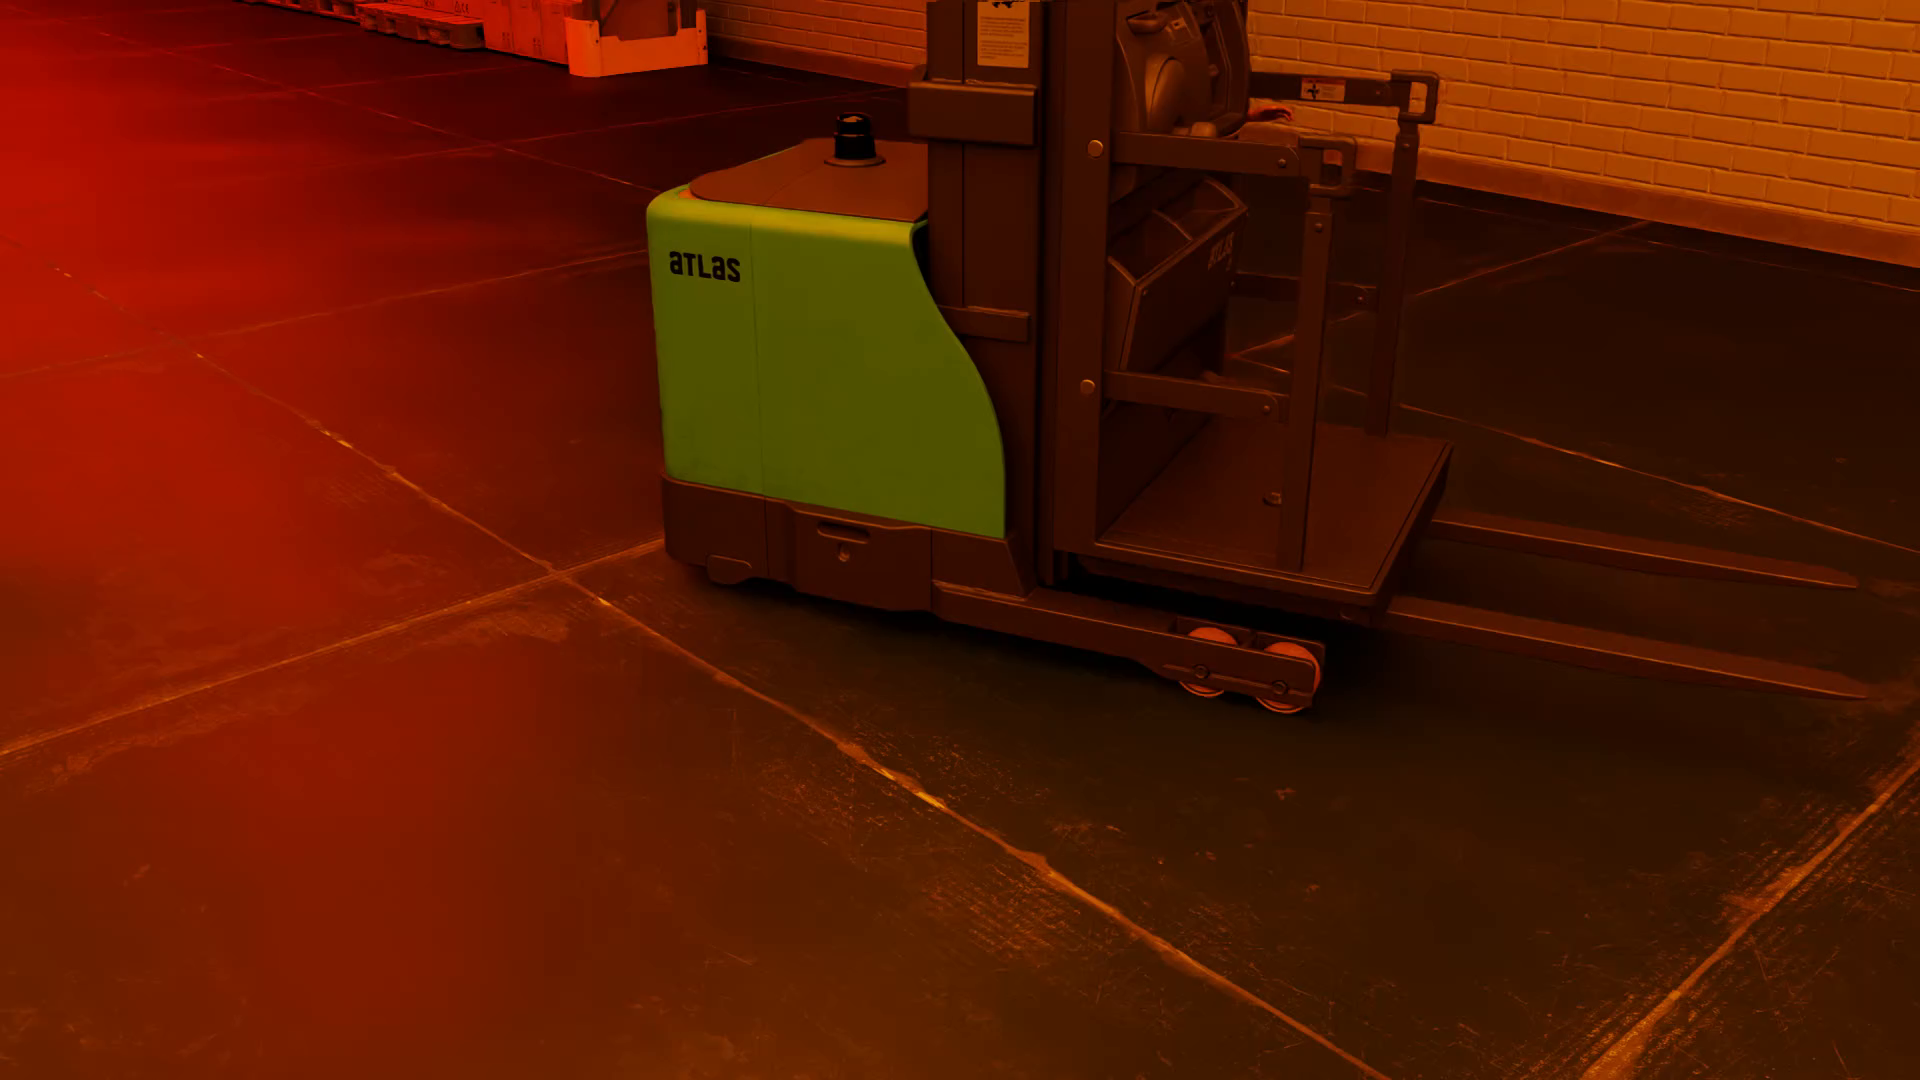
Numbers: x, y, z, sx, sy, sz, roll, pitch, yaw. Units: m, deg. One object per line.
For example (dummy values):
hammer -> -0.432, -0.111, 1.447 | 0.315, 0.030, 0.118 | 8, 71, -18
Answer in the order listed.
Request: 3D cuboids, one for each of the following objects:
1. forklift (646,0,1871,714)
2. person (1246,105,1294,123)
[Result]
forklift -> 0.732, -1.169, 3.949 | 3.031, 2.935, 1.130 | 10, 26, 22
person -> 0.742, -1.152, 5.718 | 0.841, 1.427, 0.899 | -2, 24, -4
